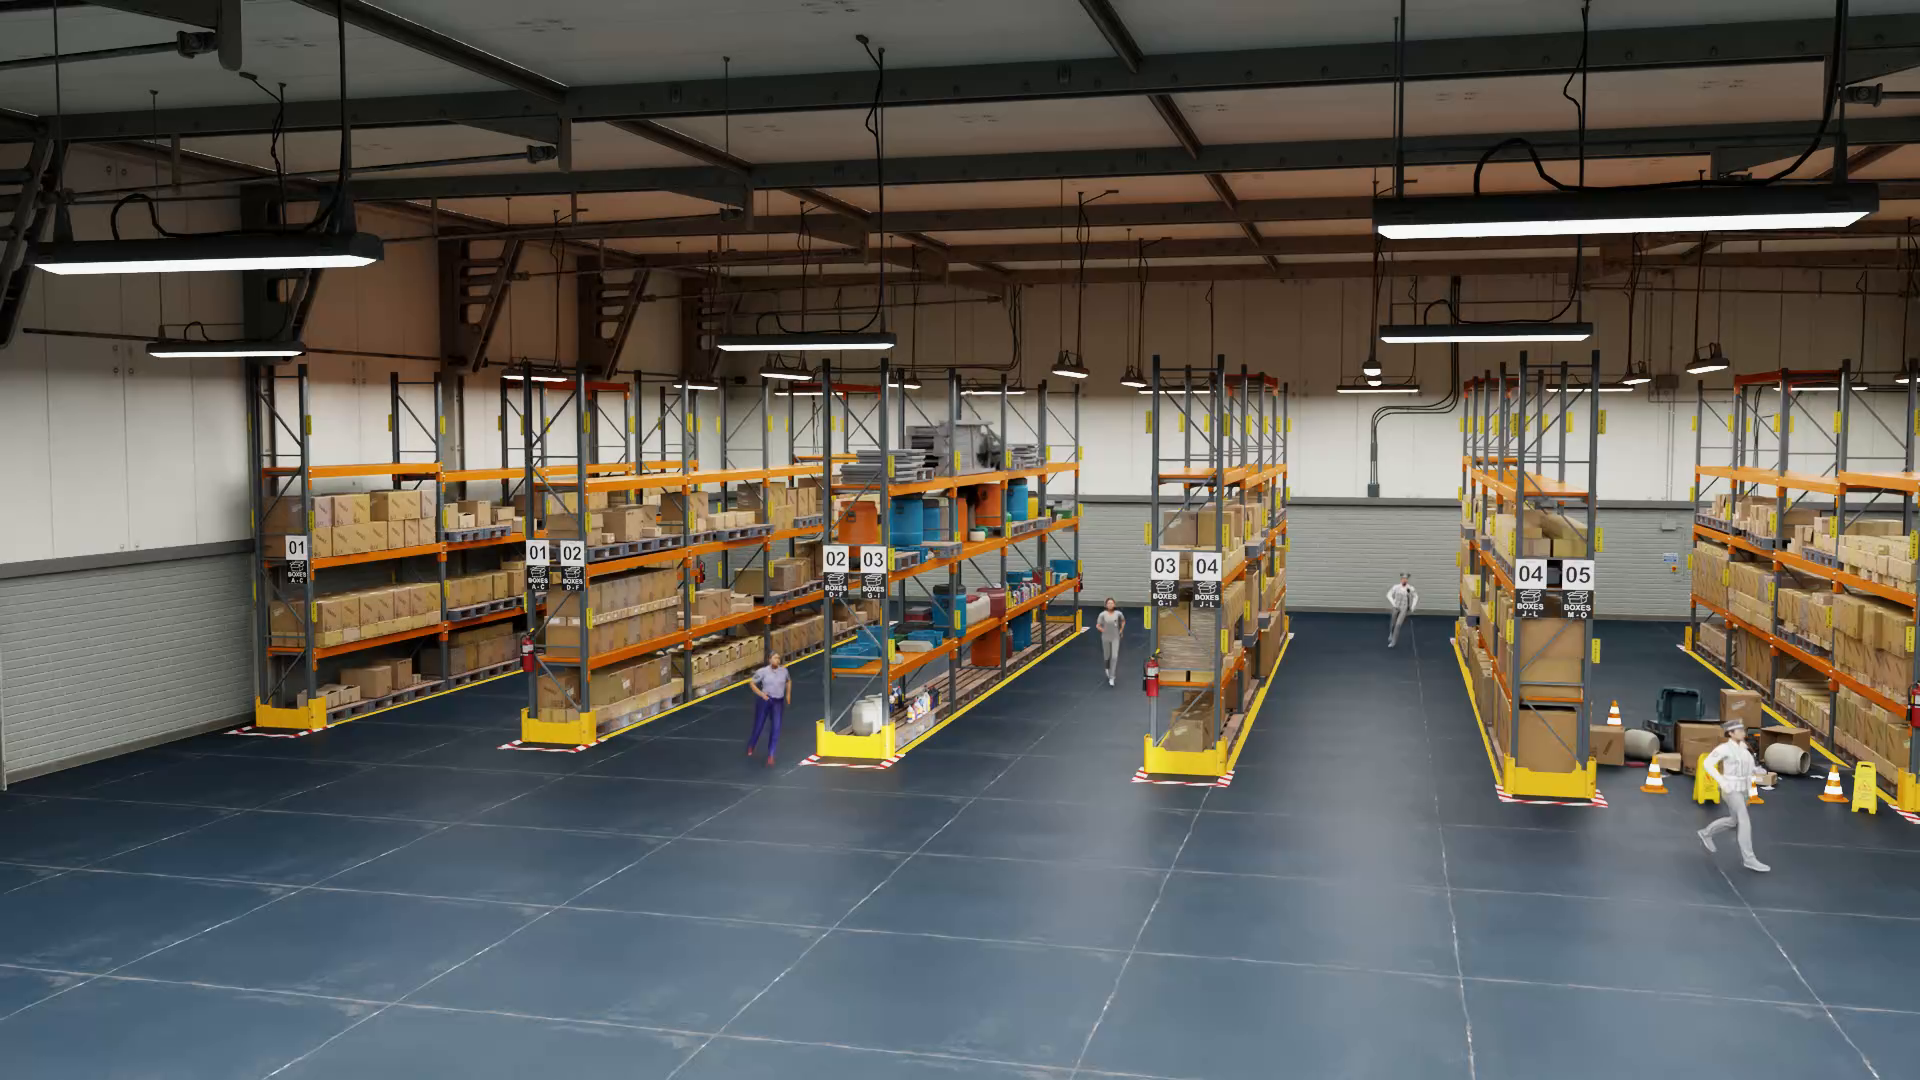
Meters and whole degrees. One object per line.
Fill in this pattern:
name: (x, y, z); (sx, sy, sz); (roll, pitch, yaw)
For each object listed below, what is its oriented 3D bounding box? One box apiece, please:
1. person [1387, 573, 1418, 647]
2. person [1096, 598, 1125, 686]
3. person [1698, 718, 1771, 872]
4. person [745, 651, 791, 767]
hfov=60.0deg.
person: (10.004, 1.564, 37.680); (0.675, 1.659, 0.919); (2, 4, 23)
person: (2.929, 1.949, 32.302); (0.568, 1.672, 0.922); (0, 4, 3)
person: (8.786, 2.841, 18.875); (0.617, 1.673, 0.930); (-3, 5, -34)
person: (-2.825, 2.494, 24.796); (0.697, 1.659, 0.827); (-1, 4, -17)
